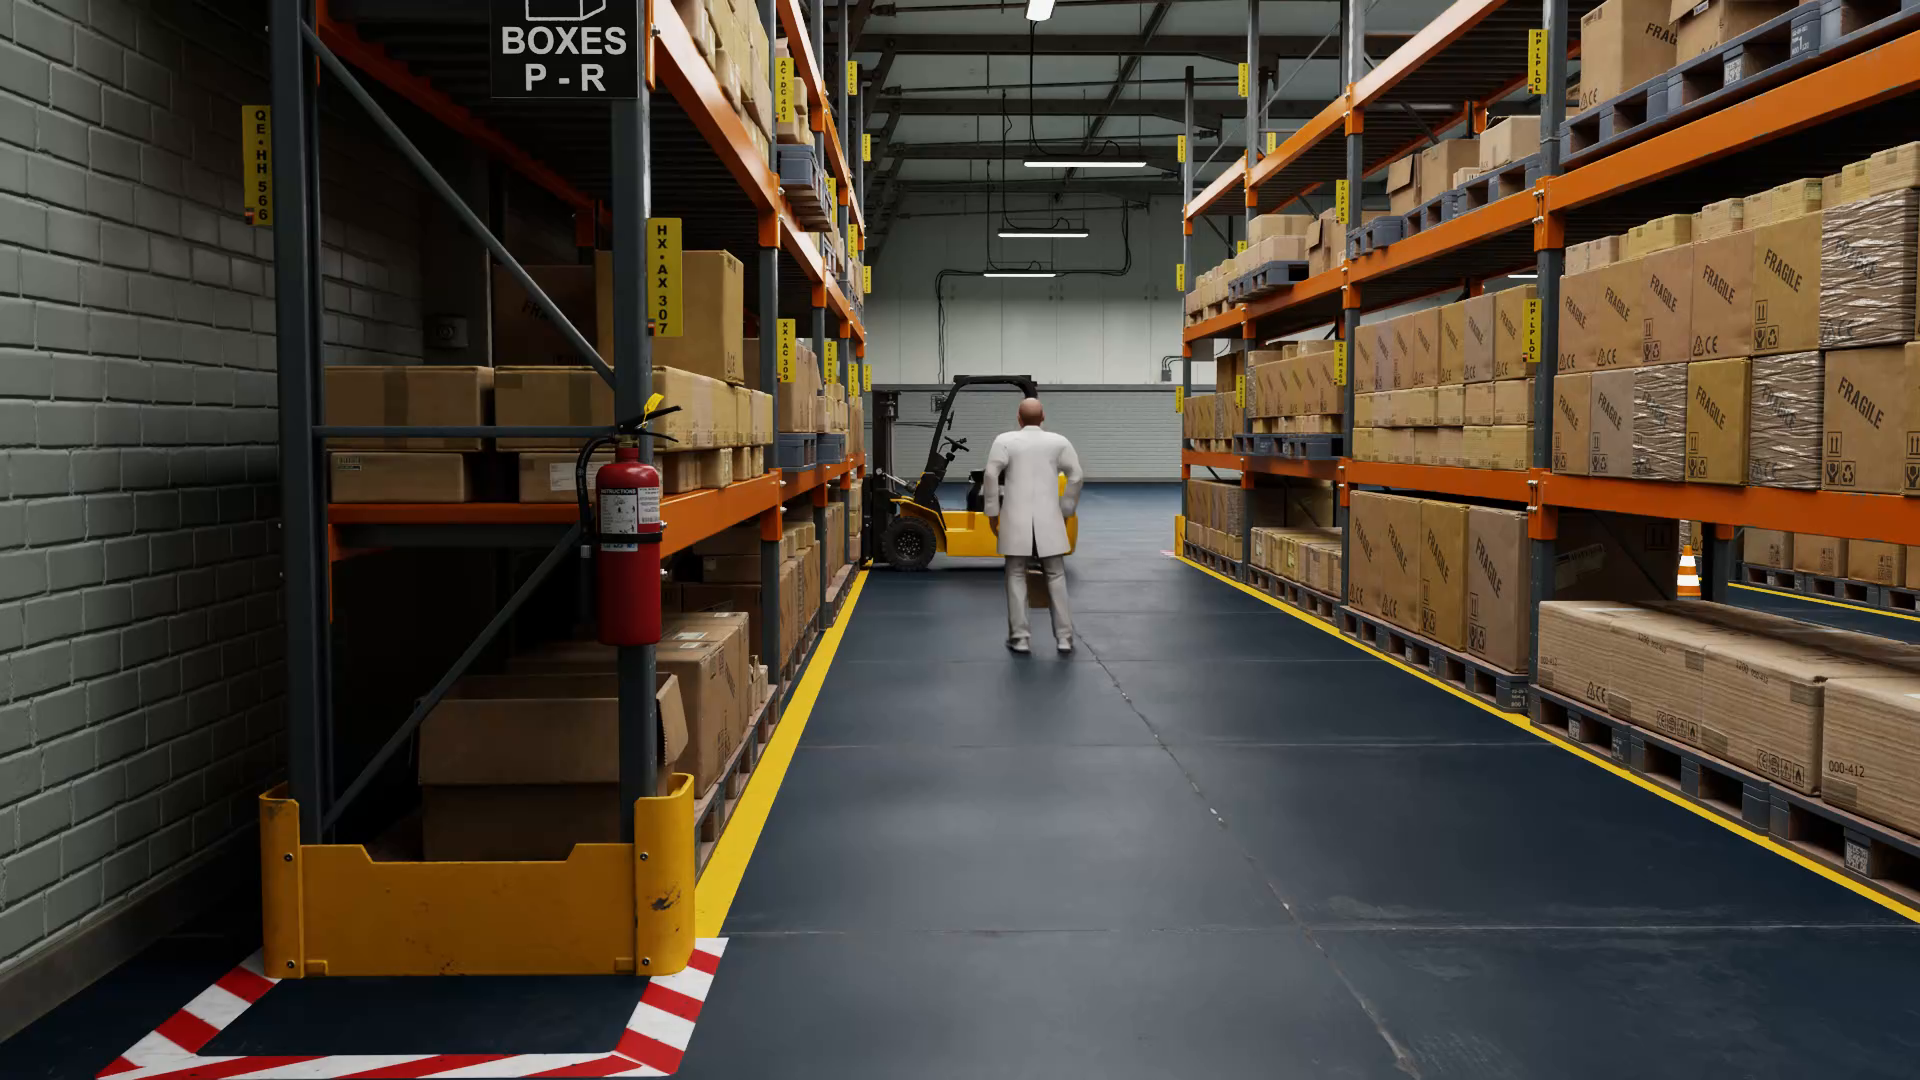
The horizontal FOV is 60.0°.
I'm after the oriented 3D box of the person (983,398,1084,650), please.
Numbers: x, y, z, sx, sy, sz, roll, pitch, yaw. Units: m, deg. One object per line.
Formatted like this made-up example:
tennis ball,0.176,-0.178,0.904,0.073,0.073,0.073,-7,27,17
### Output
person,0.517,-0.120,11.682,0.709,1.755,0.484,0,4,-2
